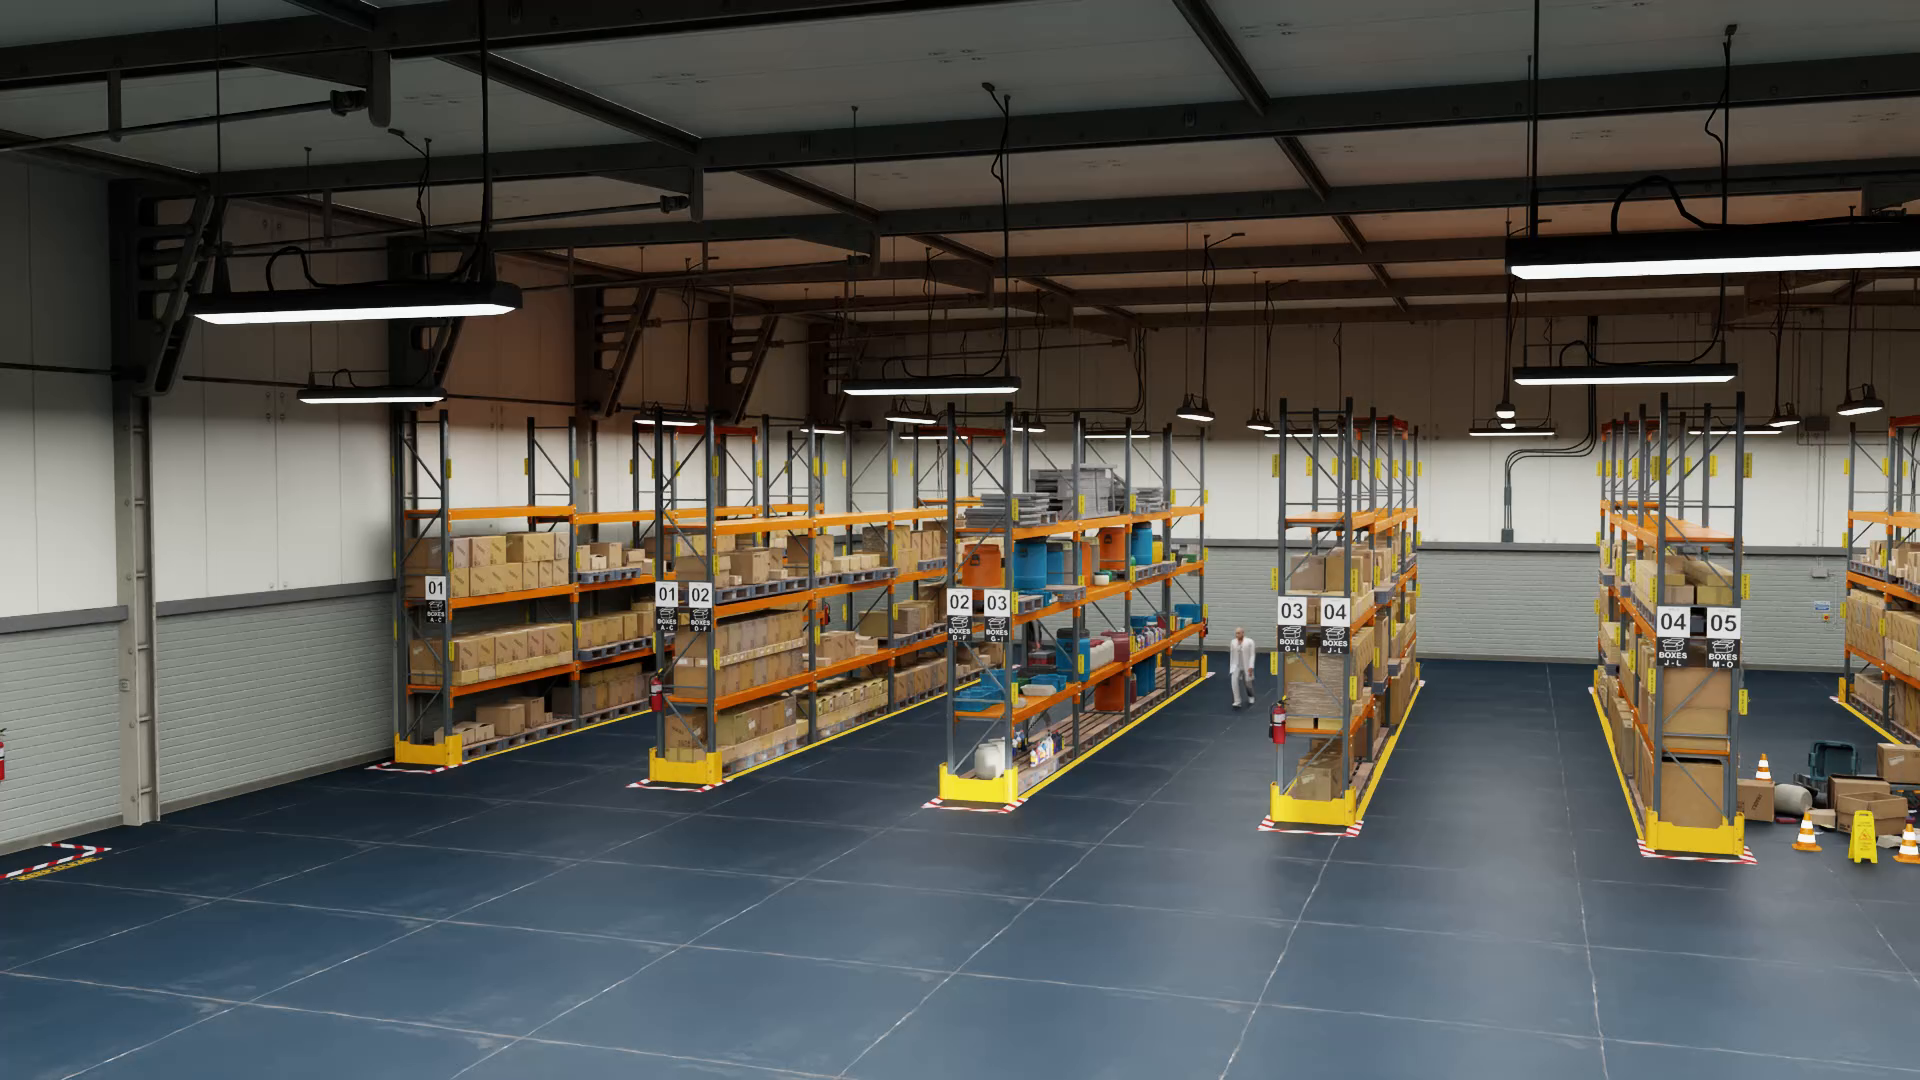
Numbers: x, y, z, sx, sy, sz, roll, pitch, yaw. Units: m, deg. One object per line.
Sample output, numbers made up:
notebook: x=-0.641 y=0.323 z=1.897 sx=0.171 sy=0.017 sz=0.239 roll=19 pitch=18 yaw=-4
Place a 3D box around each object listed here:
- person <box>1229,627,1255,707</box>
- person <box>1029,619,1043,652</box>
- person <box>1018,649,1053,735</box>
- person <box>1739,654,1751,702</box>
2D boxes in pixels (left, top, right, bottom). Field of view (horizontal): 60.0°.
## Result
person: x=5.947 y=2.667 z=35.074 sx=0.574 sy=1.661 sz=1.124 roll=1 pitch=3 yaw=24
person: x=1.699 y=2.448 z=39.510 sx=0.481 sy=1.721 sz=0.555 roll=-2 pitch=3 yaw=-39
person: x=1.395 y=2.841 z=31.041 sx=1.049 sy=1.617 sz=0.514 roll=-2 pitch=3 yaw=-36
person: x=16.507 y=2.603 z=35.535 sx=0.709 sy=1.777 sz=0.587 roll=-2 pitch=3 yaw=-36
